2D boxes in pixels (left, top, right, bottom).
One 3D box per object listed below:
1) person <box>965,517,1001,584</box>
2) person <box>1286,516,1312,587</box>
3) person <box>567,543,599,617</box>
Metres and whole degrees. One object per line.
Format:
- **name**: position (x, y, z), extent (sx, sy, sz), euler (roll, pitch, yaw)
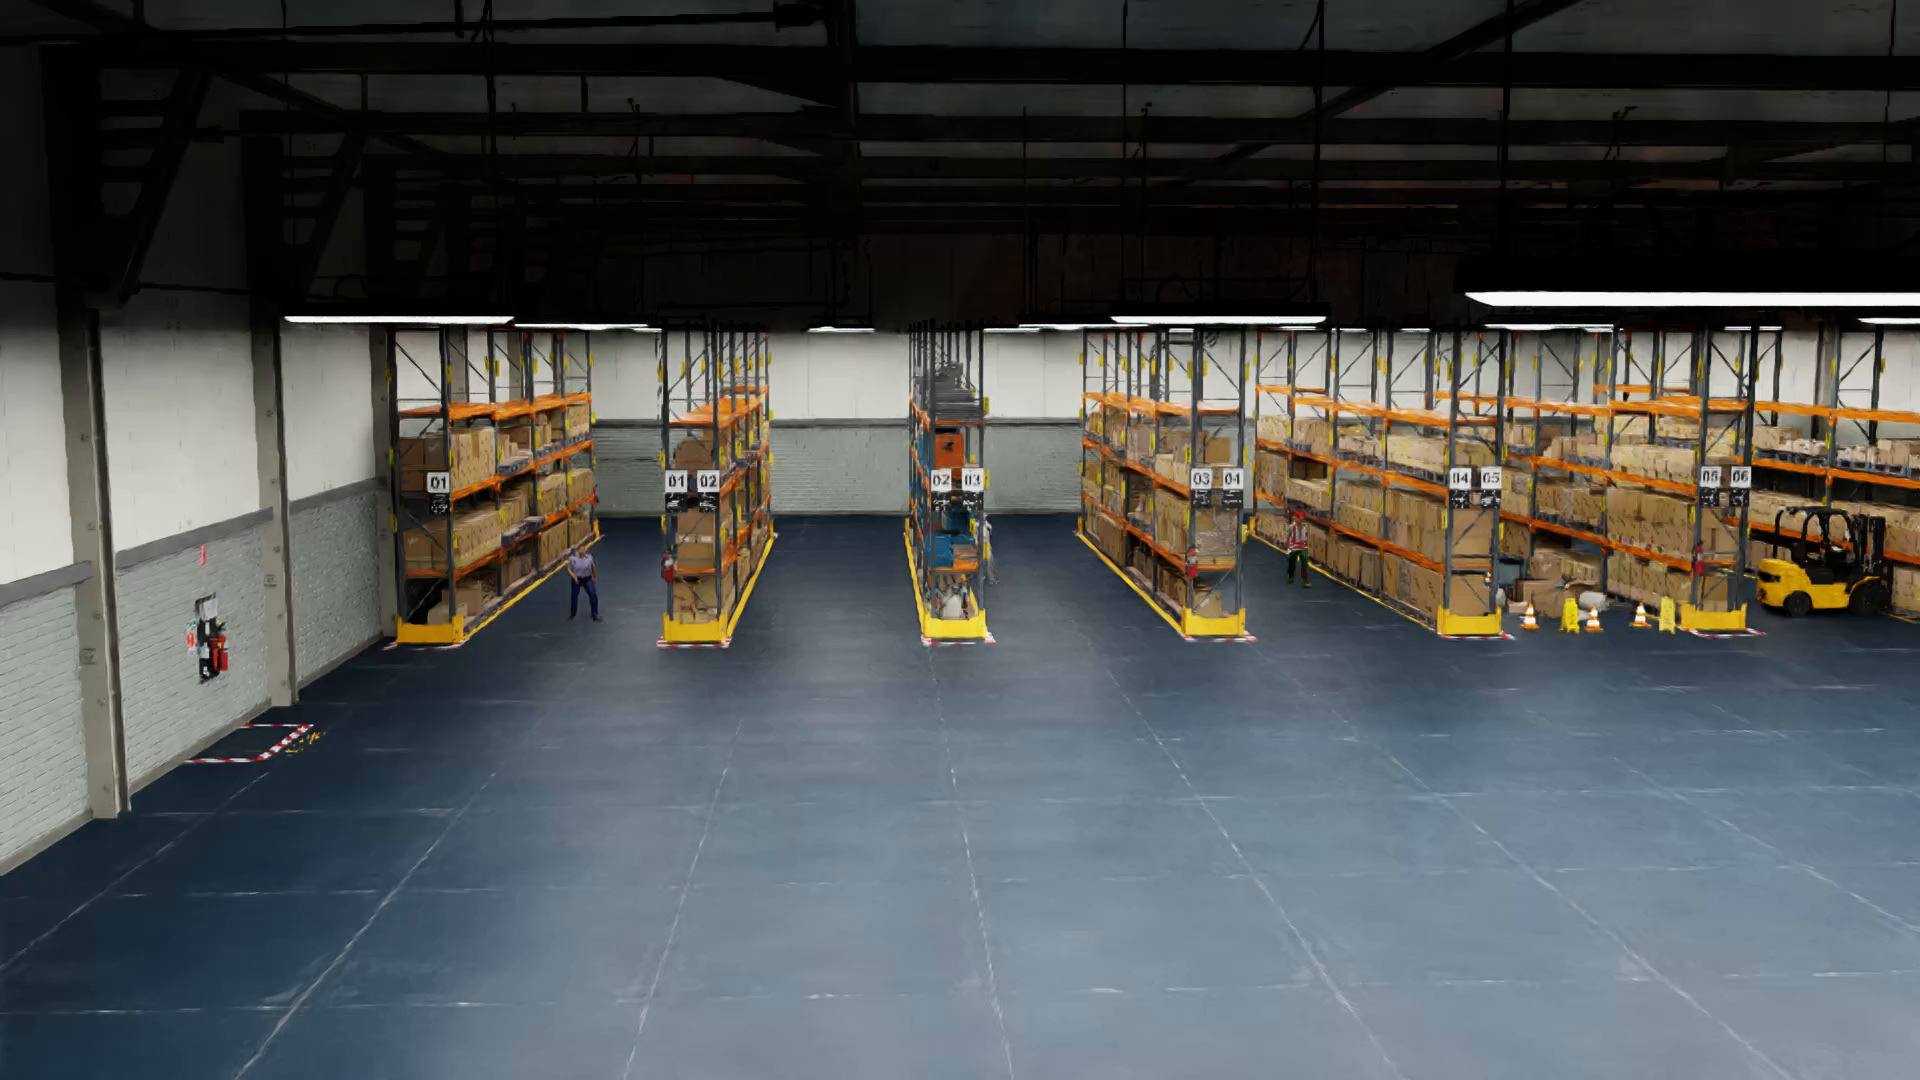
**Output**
- **person**: position (0.487, 0.182, 38.166), extent (0.701, 1.662, 0.852), euler (-2, 7, -19)
- **person**: position (7.710, 0.205, 37.922), extent (0.553, 1.661, 1.123), euler (0, 7, -1)
- **person**: position (-7.587, 0.789, 33.335), extent (0.591, 1.517, 0.800), euler (-3, 8, -20)
